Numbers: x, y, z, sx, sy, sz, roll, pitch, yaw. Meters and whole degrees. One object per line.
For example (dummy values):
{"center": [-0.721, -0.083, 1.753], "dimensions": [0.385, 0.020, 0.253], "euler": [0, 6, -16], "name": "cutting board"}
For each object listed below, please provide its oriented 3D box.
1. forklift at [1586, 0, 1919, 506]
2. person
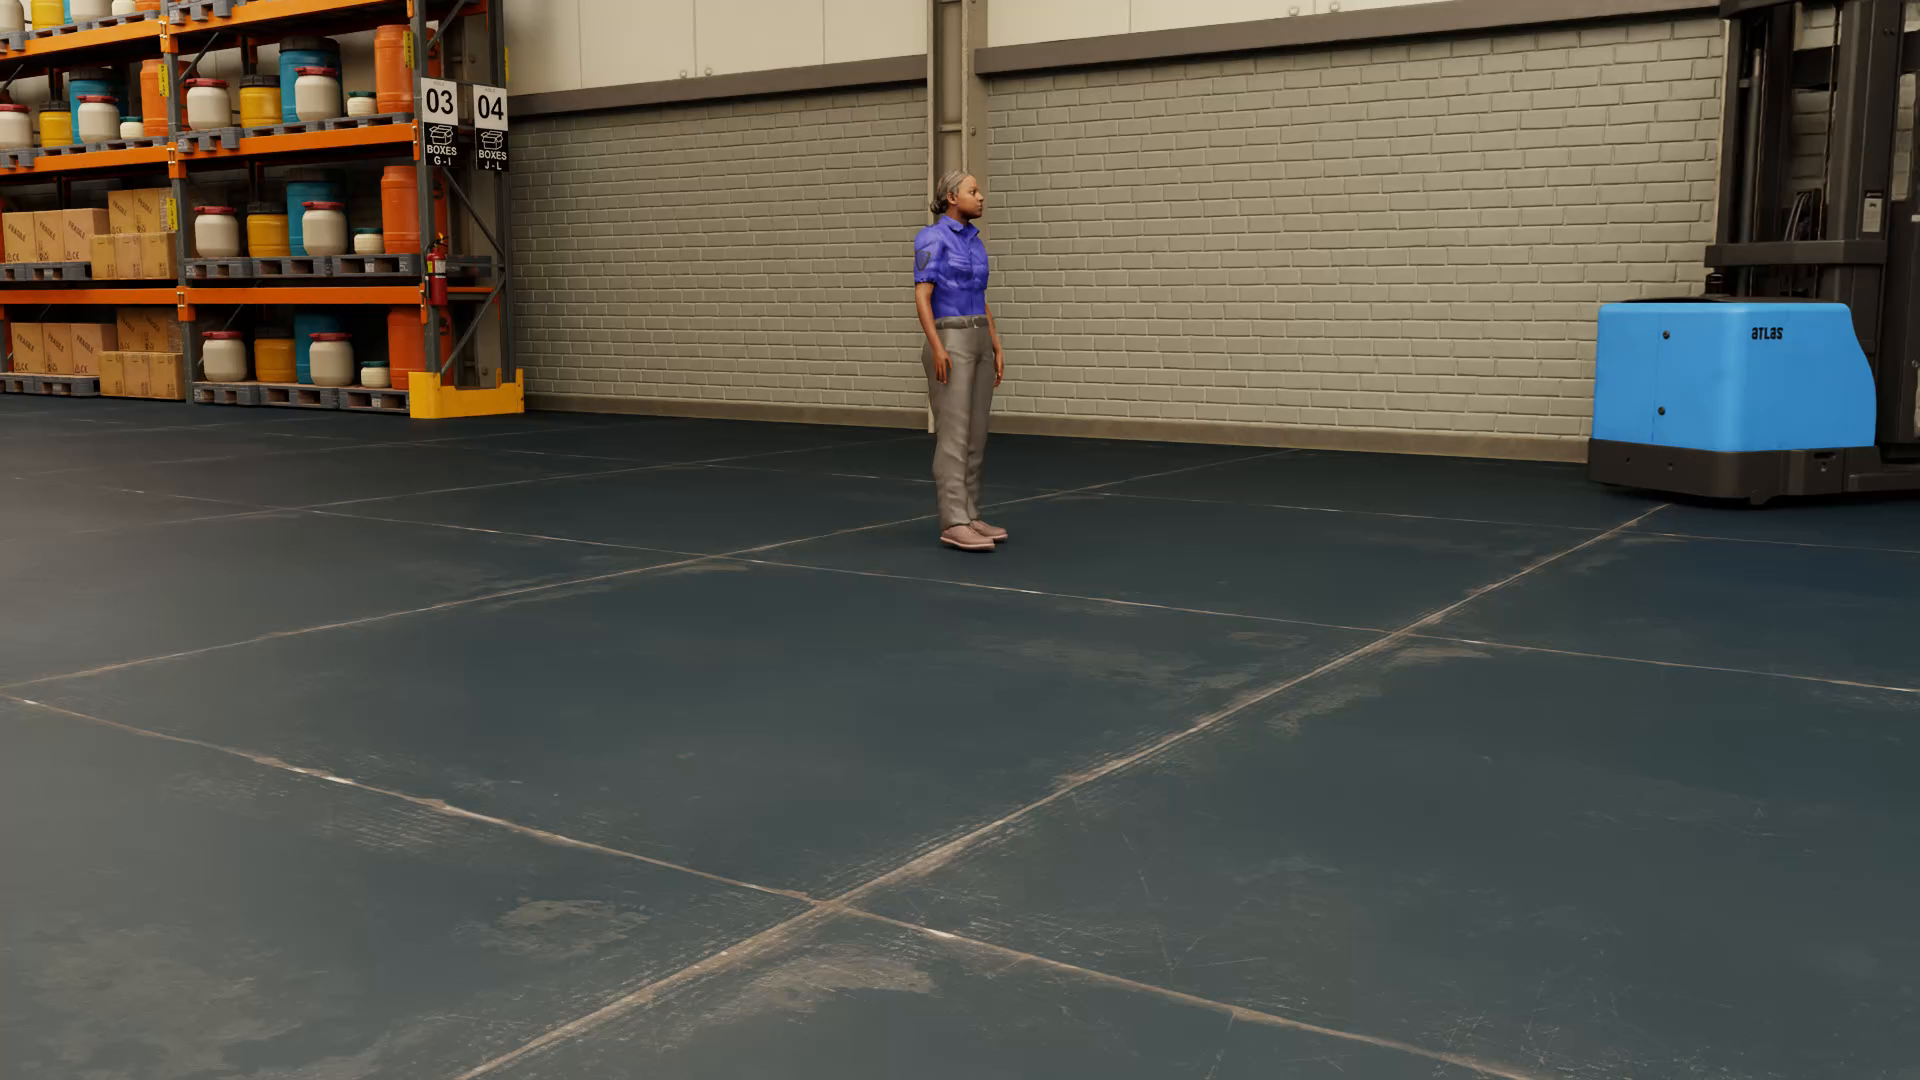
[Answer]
{"center": [5.142, -1.739, 9.421], "dimensions": [3.031, 2.935, 1.130], "euler": [-3, 9, -22], "name": "forklift"}
{"center": [0.062, -0.817, 7.421], "dimensions": [0.503, 1.656, 0.569], "euler": [5, 10, 34], "name": "person"}
